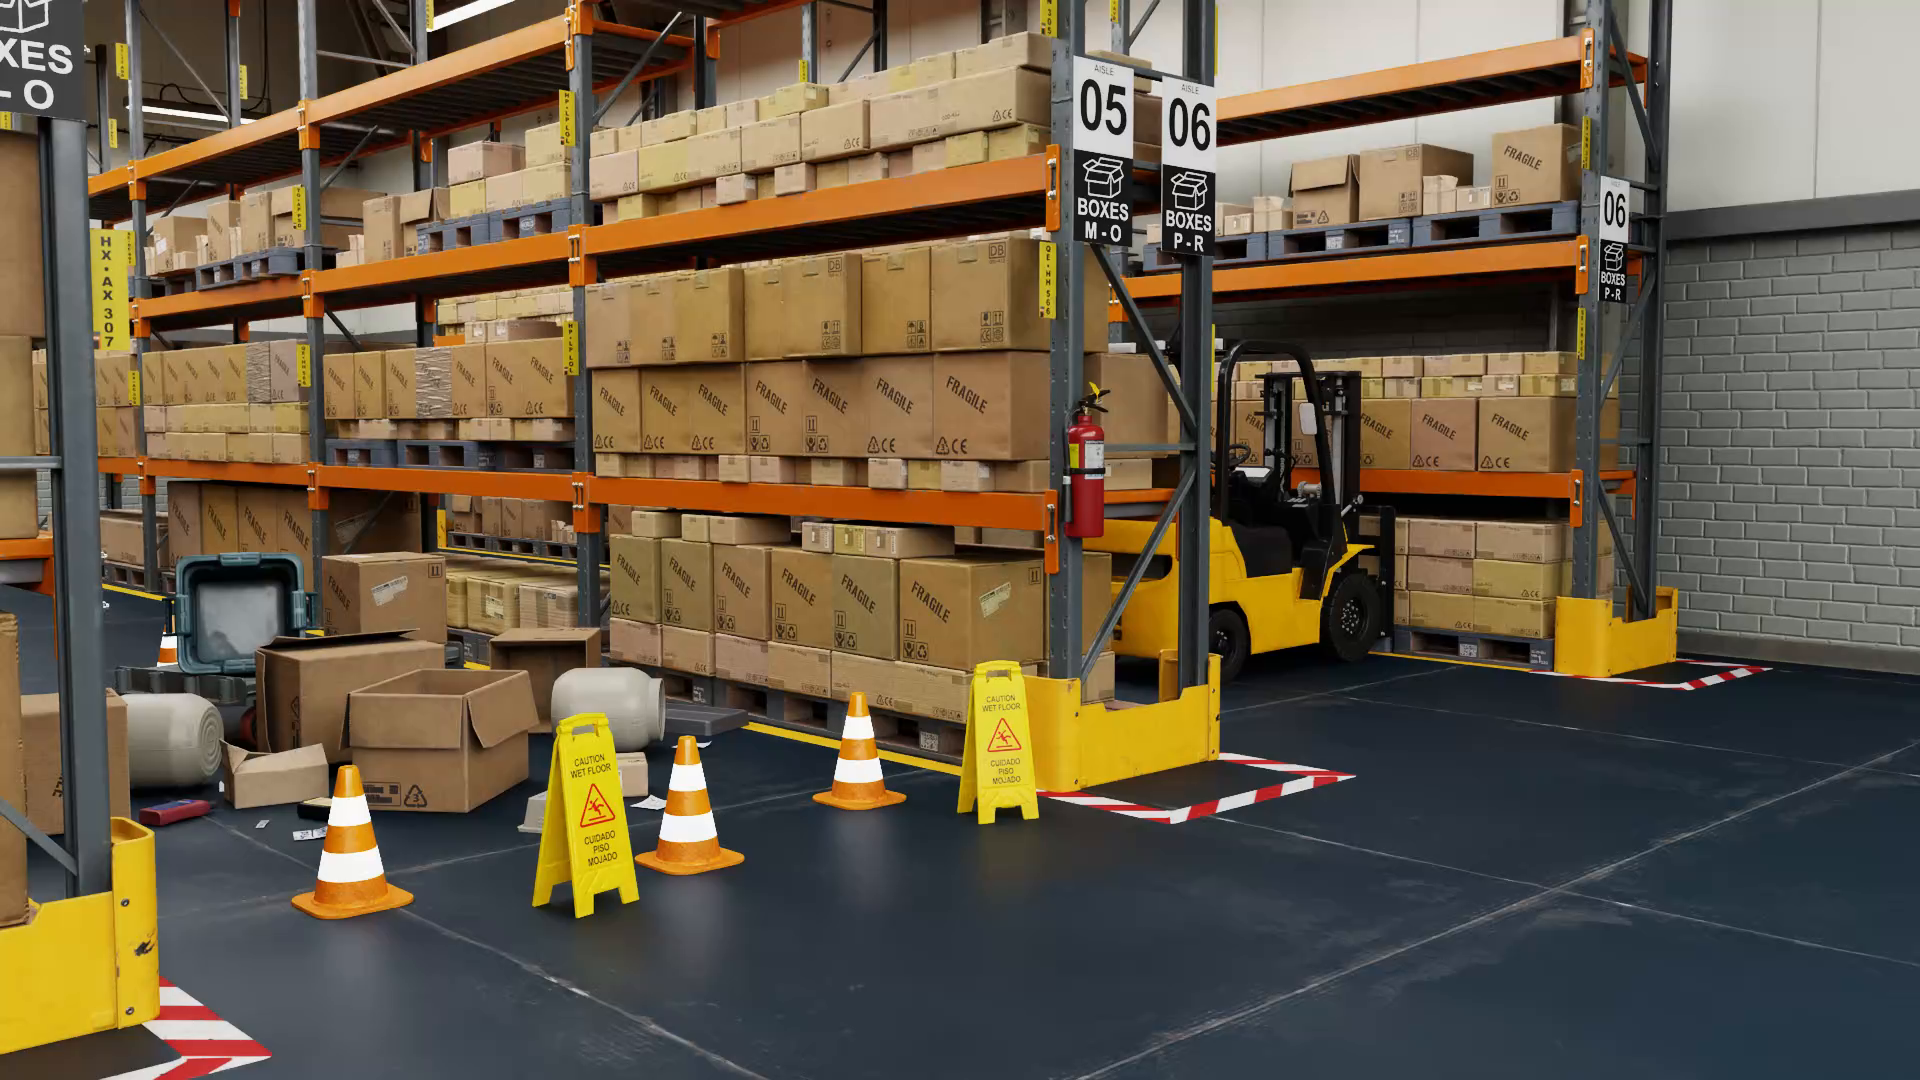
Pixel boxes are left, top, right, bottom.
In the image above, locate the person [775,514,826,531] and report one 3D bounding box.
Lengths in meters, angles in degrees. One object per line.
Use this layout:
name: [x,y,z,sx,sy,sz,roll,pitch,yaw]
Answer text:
person: [-1.448,-0.306,15.054,0.532,1.726,0.380,-2,4,-28]
